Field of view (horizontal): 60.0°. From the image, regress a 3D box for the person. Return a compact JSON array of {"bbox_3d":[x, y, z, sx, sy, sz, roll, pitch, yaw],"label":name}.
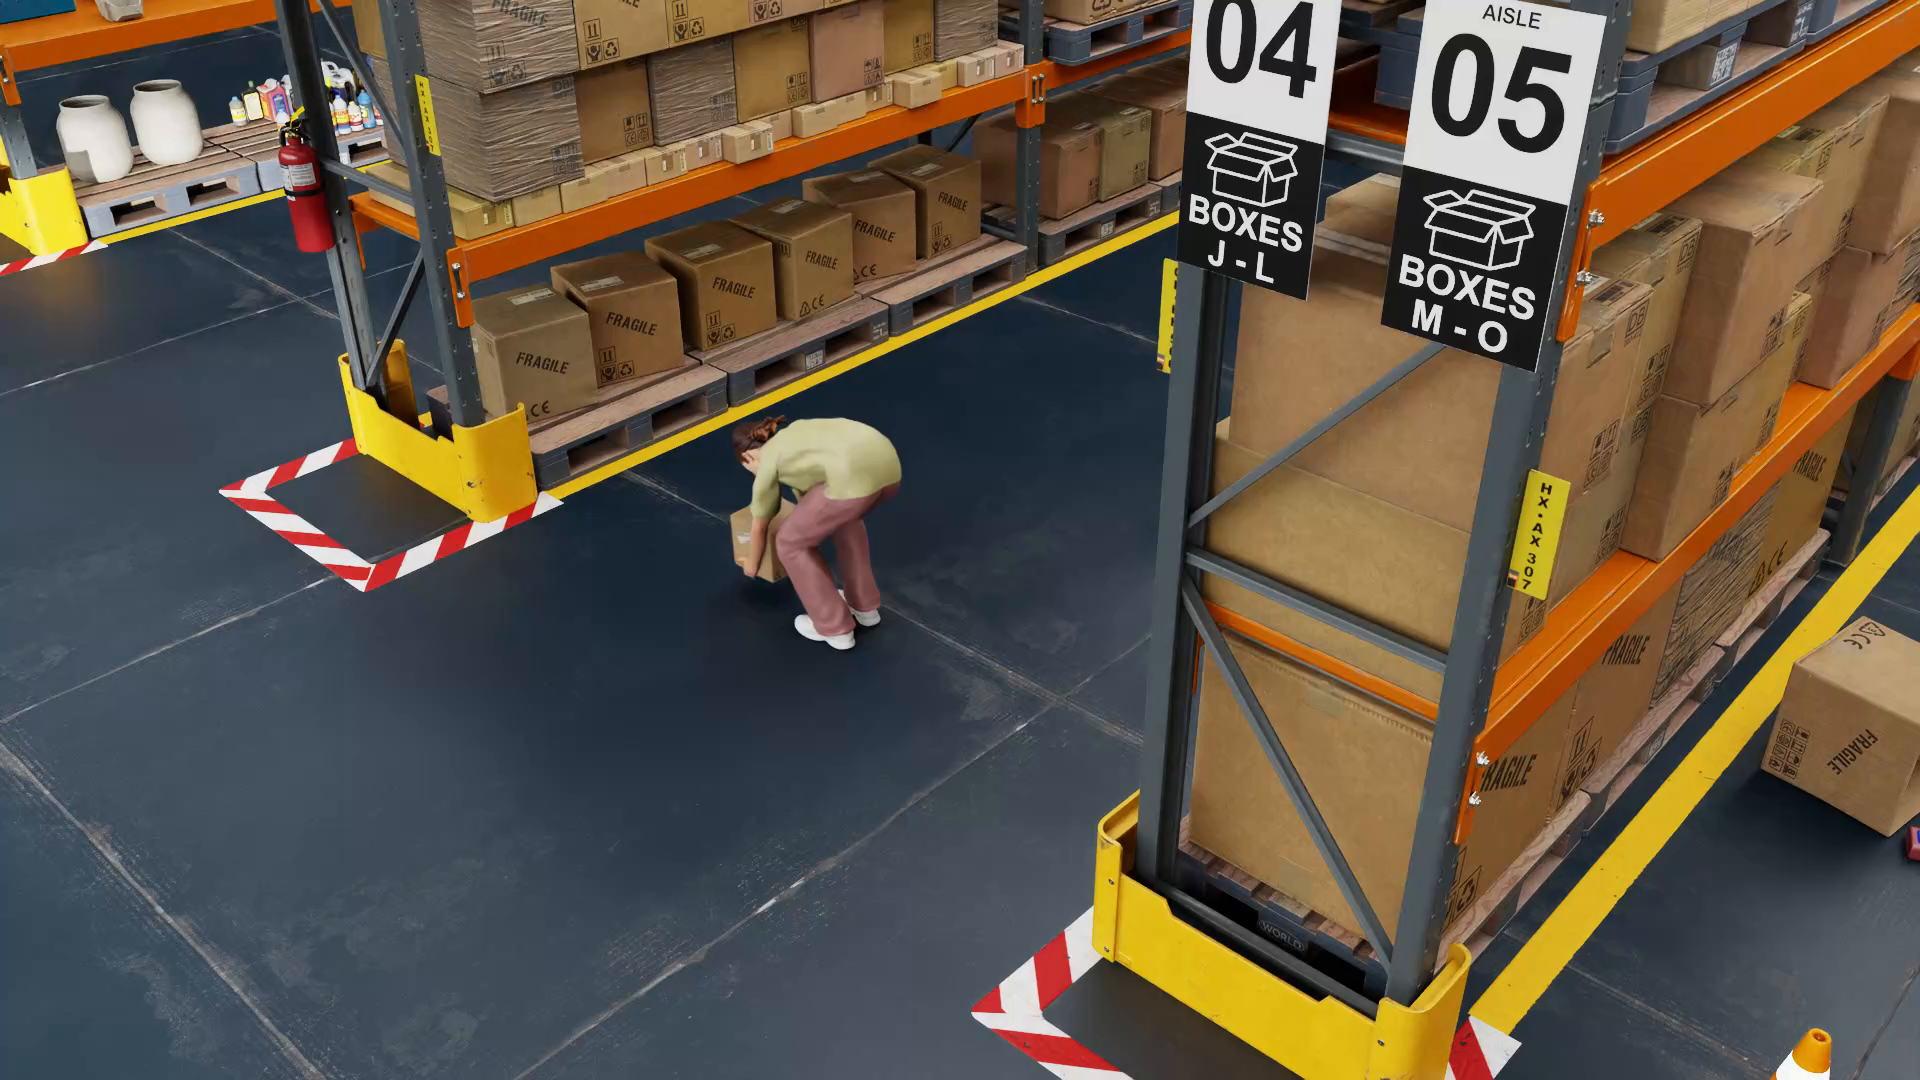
[{"bbox_3d":[-0.626,-0.092,6.974,0.856,0.957,0.451,23,38,33],"label":"person"}]
